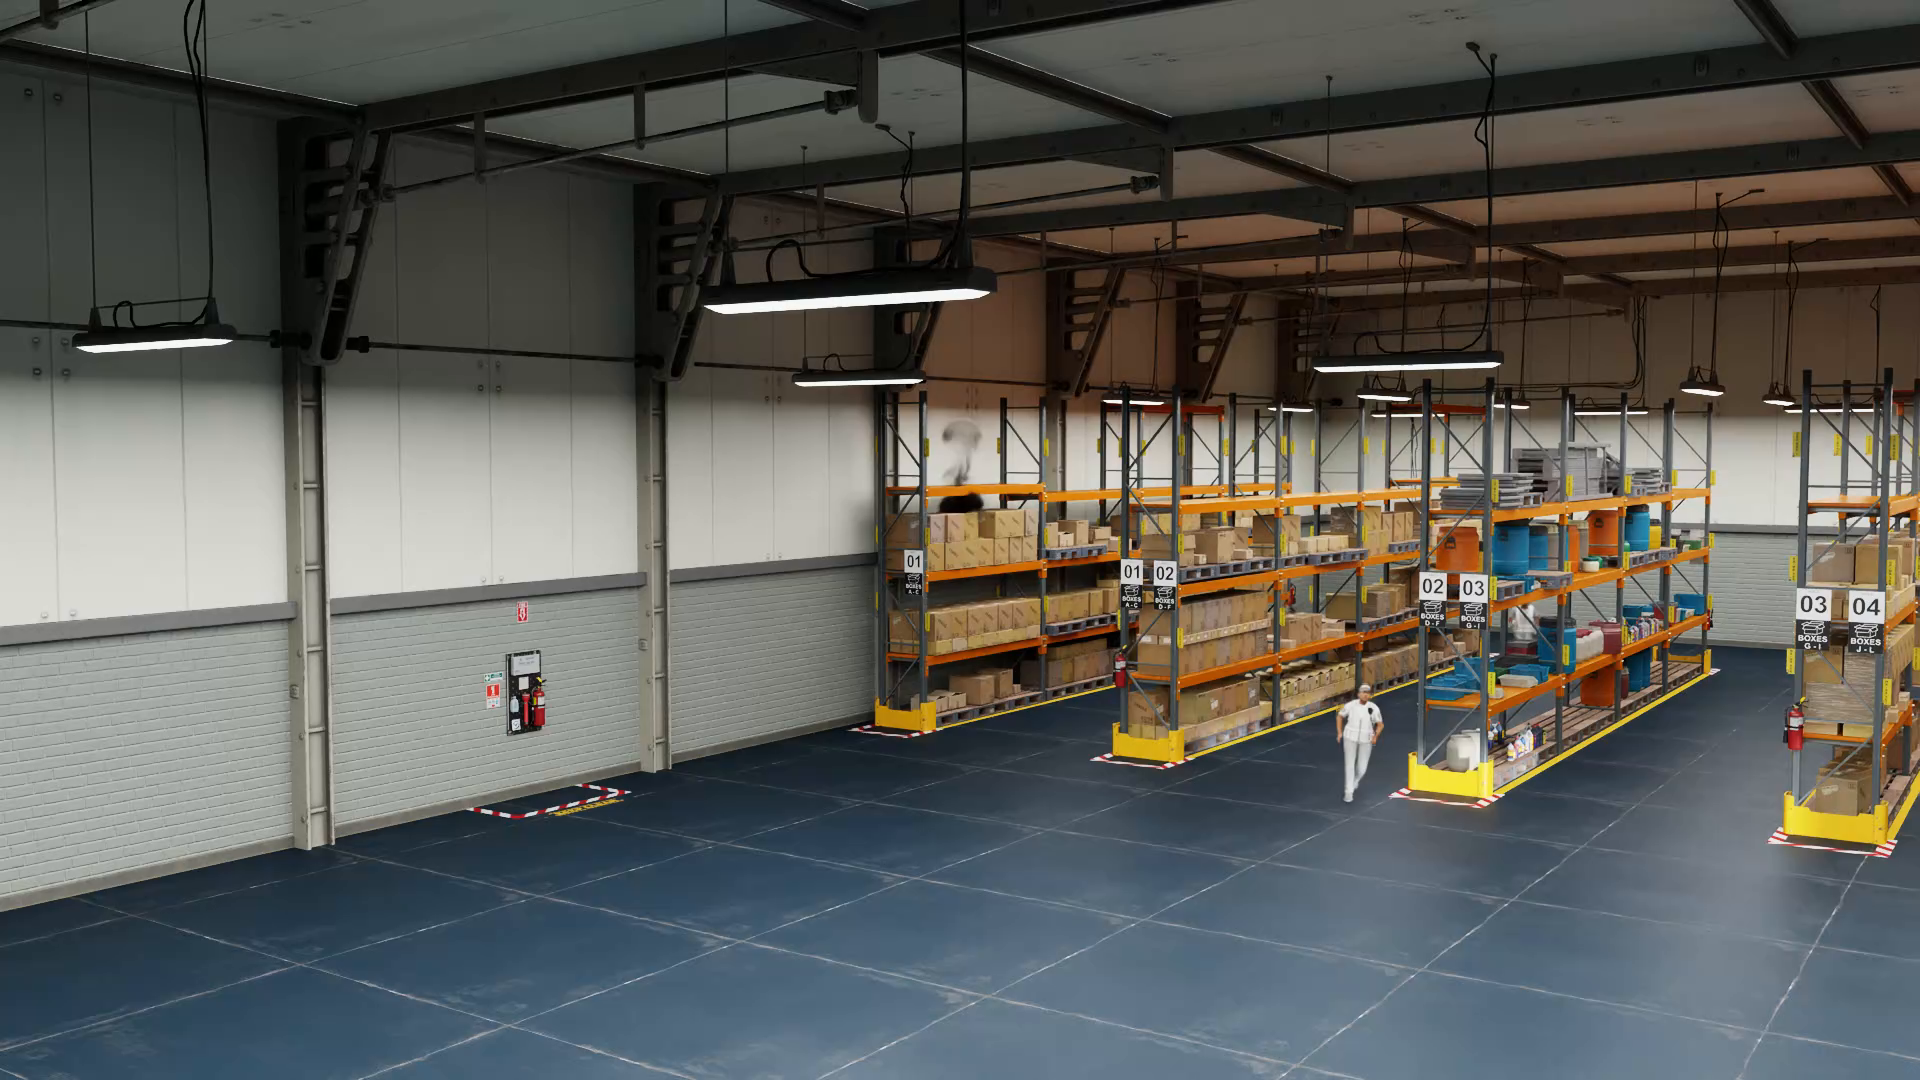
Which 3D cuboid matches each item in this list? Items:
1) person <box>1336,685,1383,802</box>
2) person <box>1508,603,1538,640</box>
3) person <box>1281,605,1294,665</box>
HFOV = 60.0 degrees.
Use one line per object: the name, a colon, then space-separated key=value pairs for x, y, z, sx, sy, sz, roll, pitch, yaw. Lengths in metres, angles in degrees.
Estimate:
person: x=5.701 y=2.889 z=23.741 sx=0.657 sy=1.639 sz=0.590 roll=1 pitch=3 yaw=13
person: x=12.548 y=2.062 z=37.064 sx=0.656 sy=1.741 sz=0.606 roll=1 pitch=3 yaw=18
person: x=6.891 y=2.206 z=35.238 sx=0.588 sy=1.666 sz=0.620 roll=2 pitch=4 yaw=27
